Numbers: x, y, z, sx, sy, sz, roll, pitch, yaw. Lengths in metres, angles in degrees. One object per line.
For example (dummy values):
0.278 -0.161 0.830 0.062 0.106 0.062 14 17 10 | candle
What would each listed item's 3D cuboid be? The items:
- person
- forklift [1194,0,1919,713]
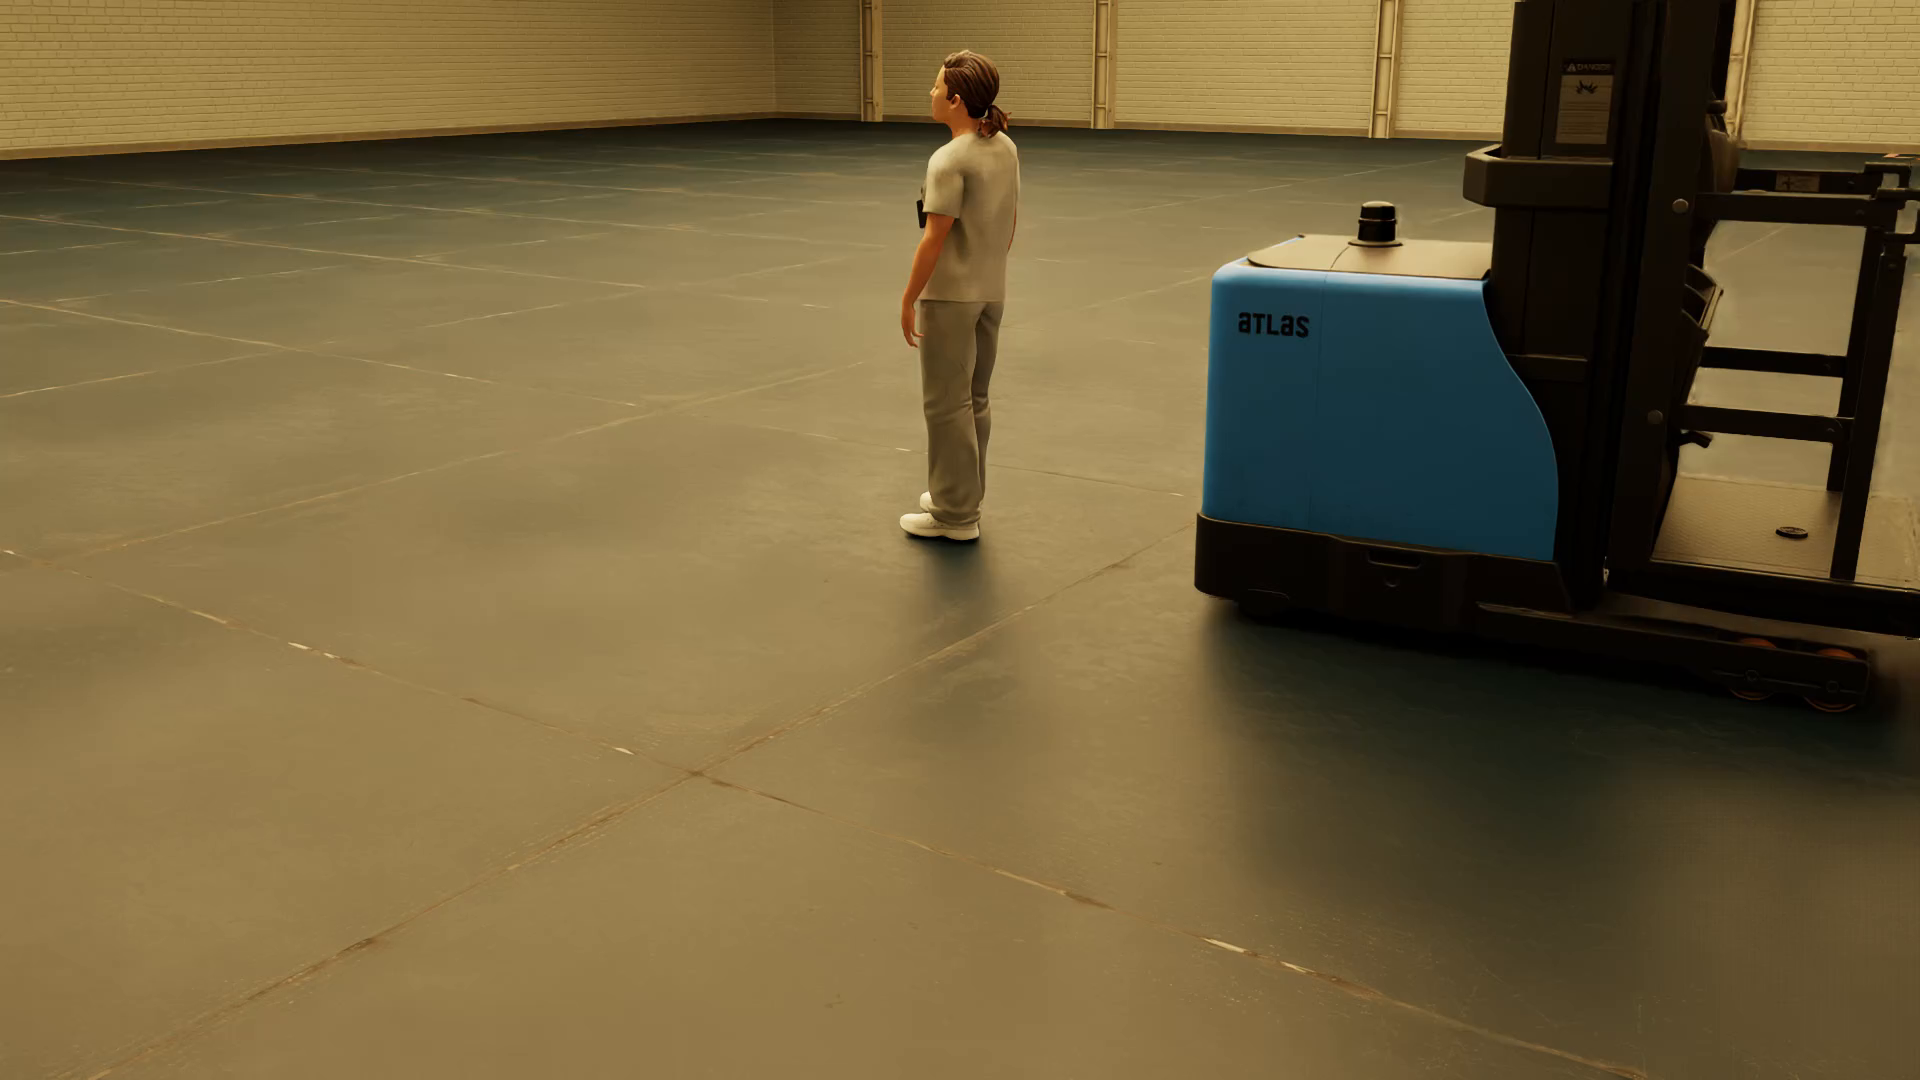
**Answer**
-0.053 -0.825 5.757 0.549 1.675 0.550 11 20 33 | person
2.290 -1.120 4.577 3.031 2.935 1.130 8 18 25 | forklift
